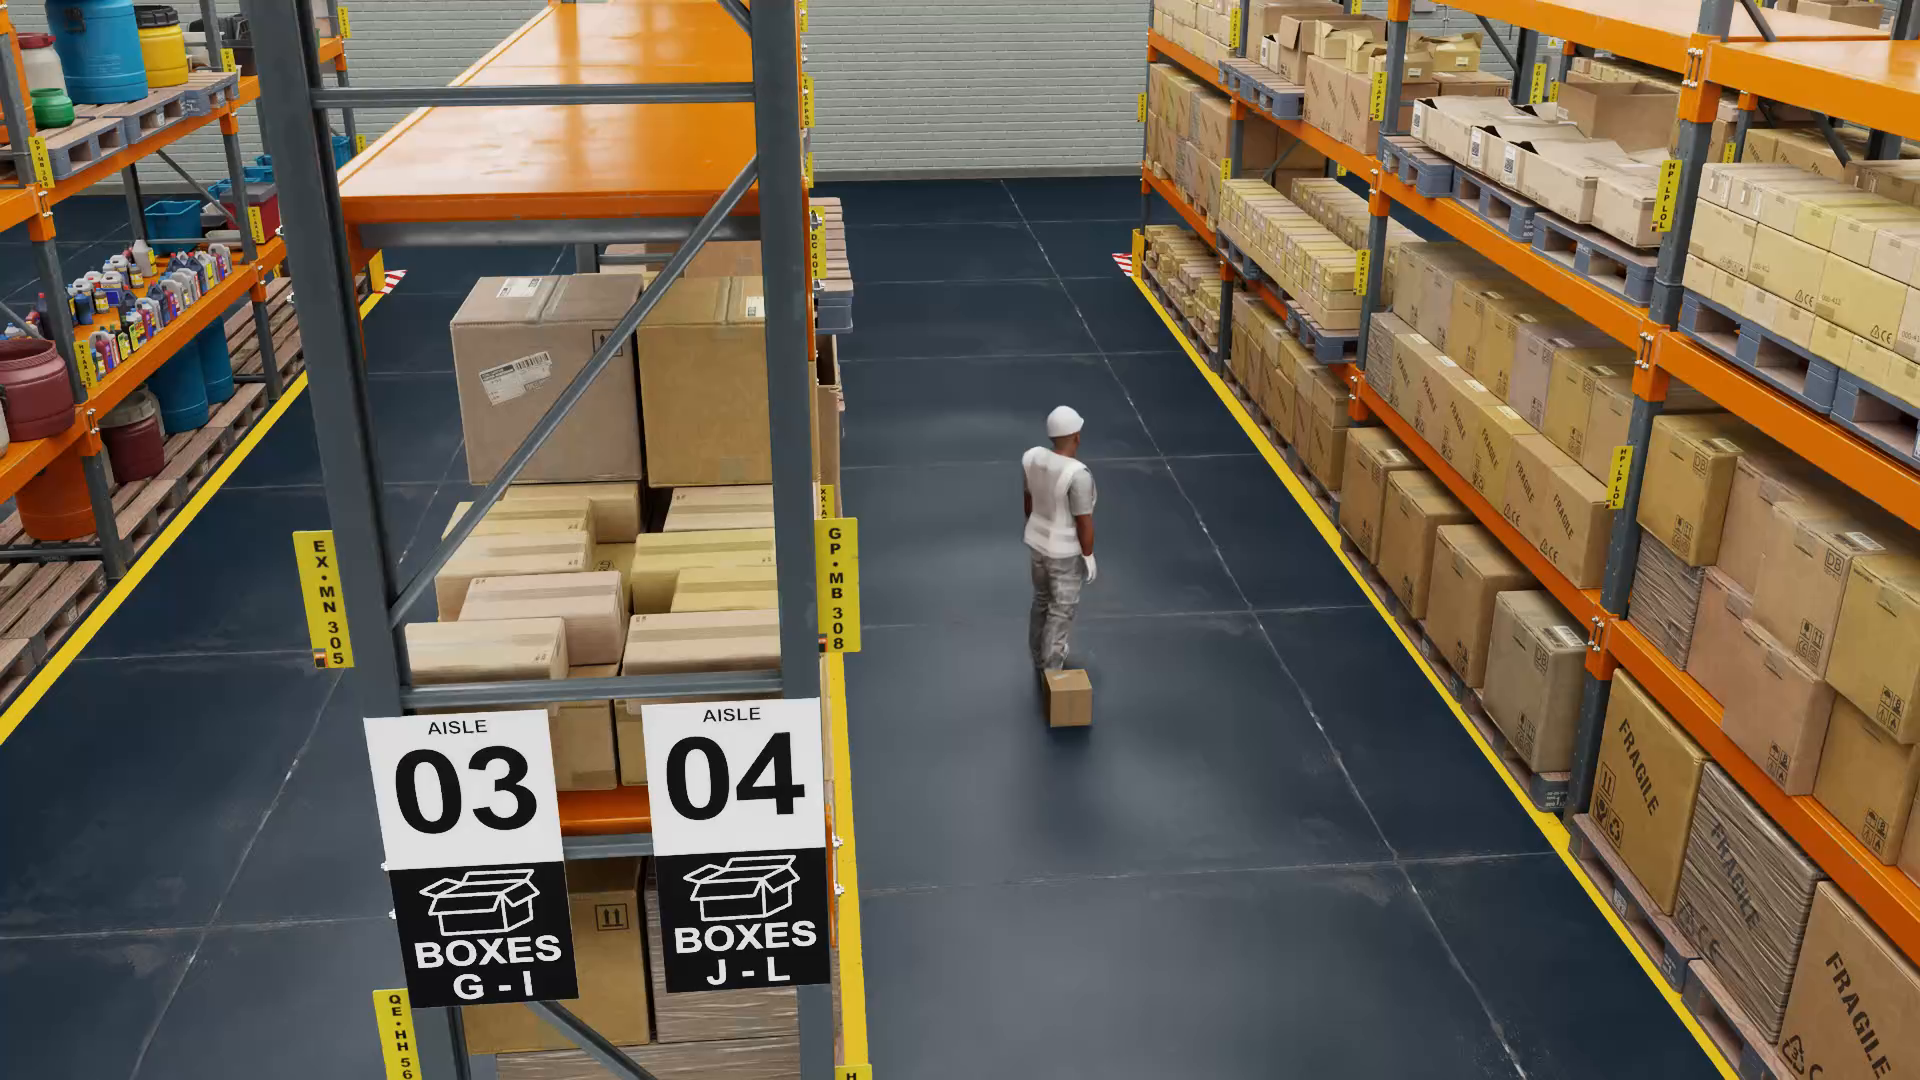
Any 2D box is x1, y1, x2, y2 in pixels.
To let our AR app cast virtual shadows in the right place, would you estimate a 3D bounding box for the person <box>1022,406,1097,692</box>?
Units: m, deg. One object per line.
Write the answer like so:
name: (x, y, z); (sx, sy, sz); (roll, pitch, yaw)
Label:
person: (0.613, 0.034, 10.158); (0.466, 1.784, 0.610); (-16, 28, -32)
